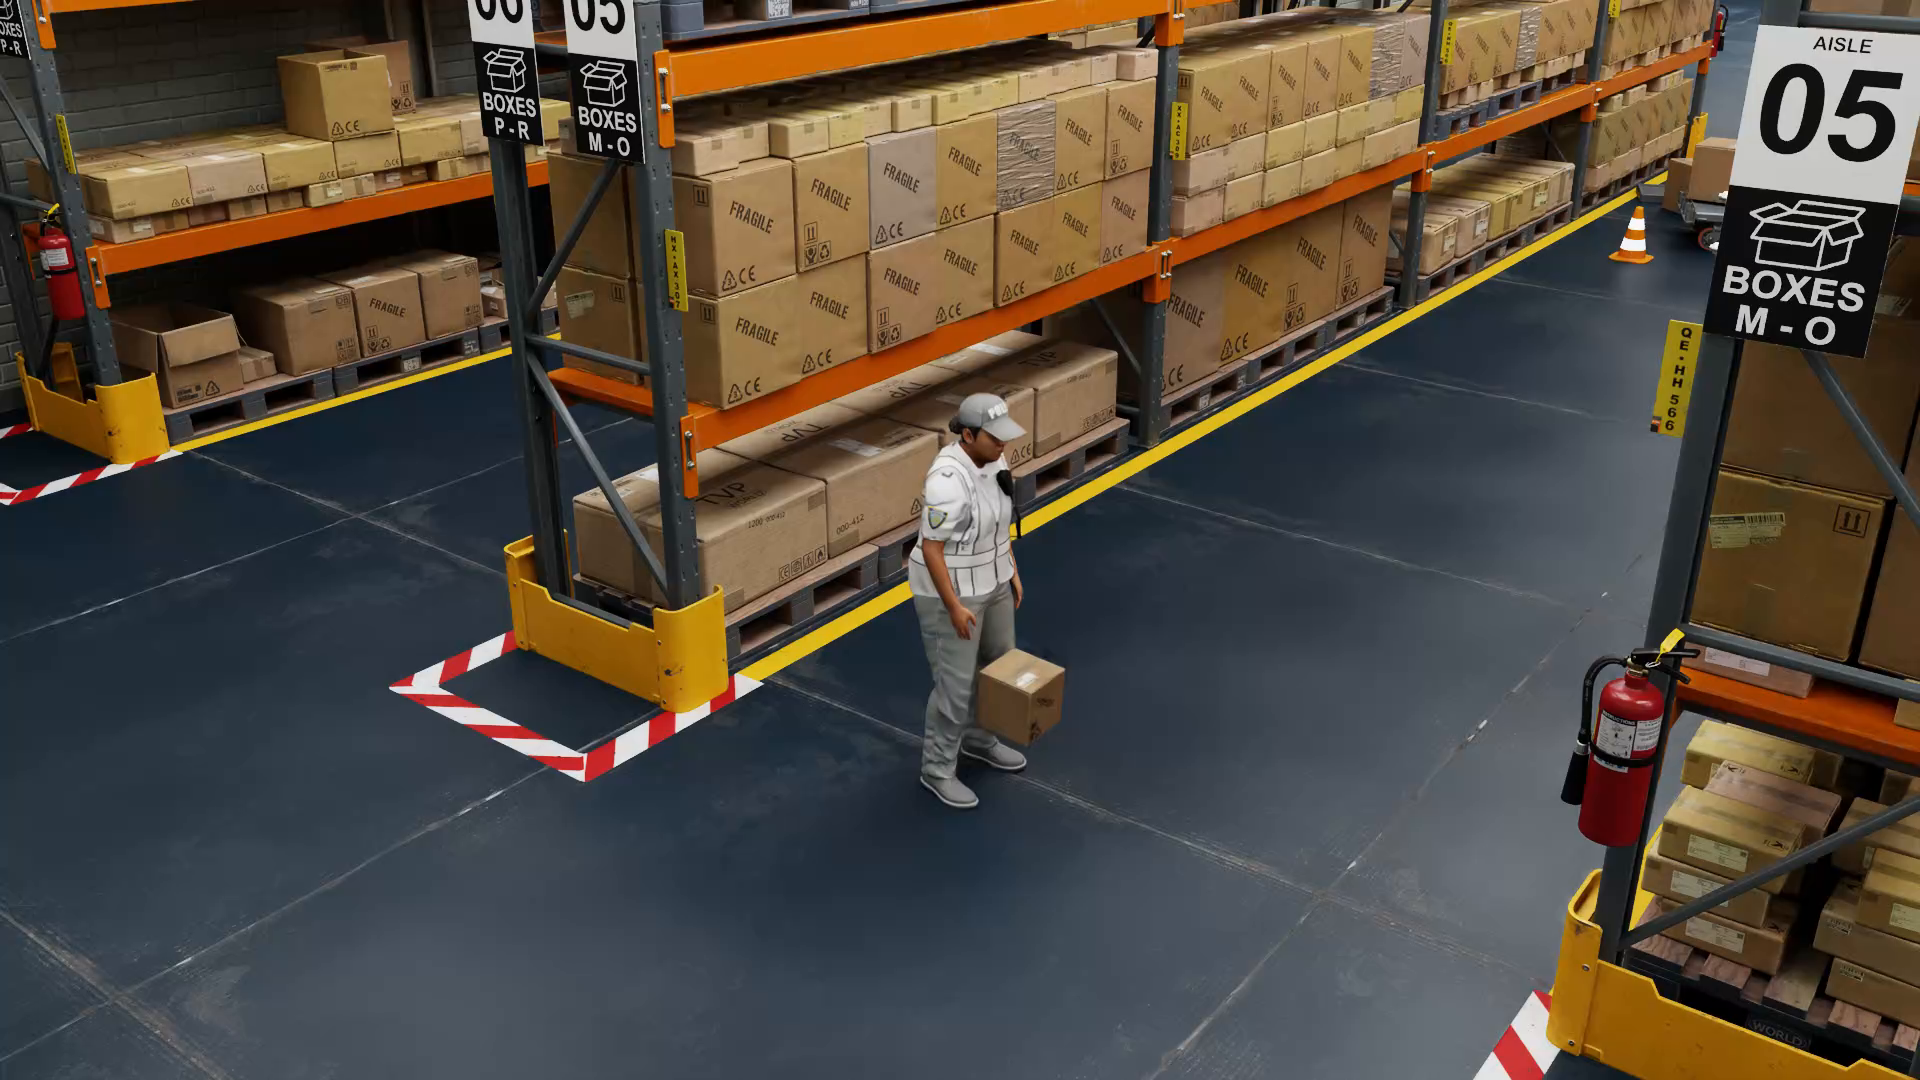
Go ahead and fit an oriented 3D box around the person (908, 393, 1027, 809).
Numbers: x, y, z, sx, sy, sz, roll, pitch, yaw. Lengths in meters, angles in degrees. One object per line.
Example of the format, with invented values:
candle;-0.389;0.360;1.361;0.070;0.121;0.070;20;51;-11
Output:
person;0.040;0.210;6.609;0.443;1.669;0.528;16;28;32
